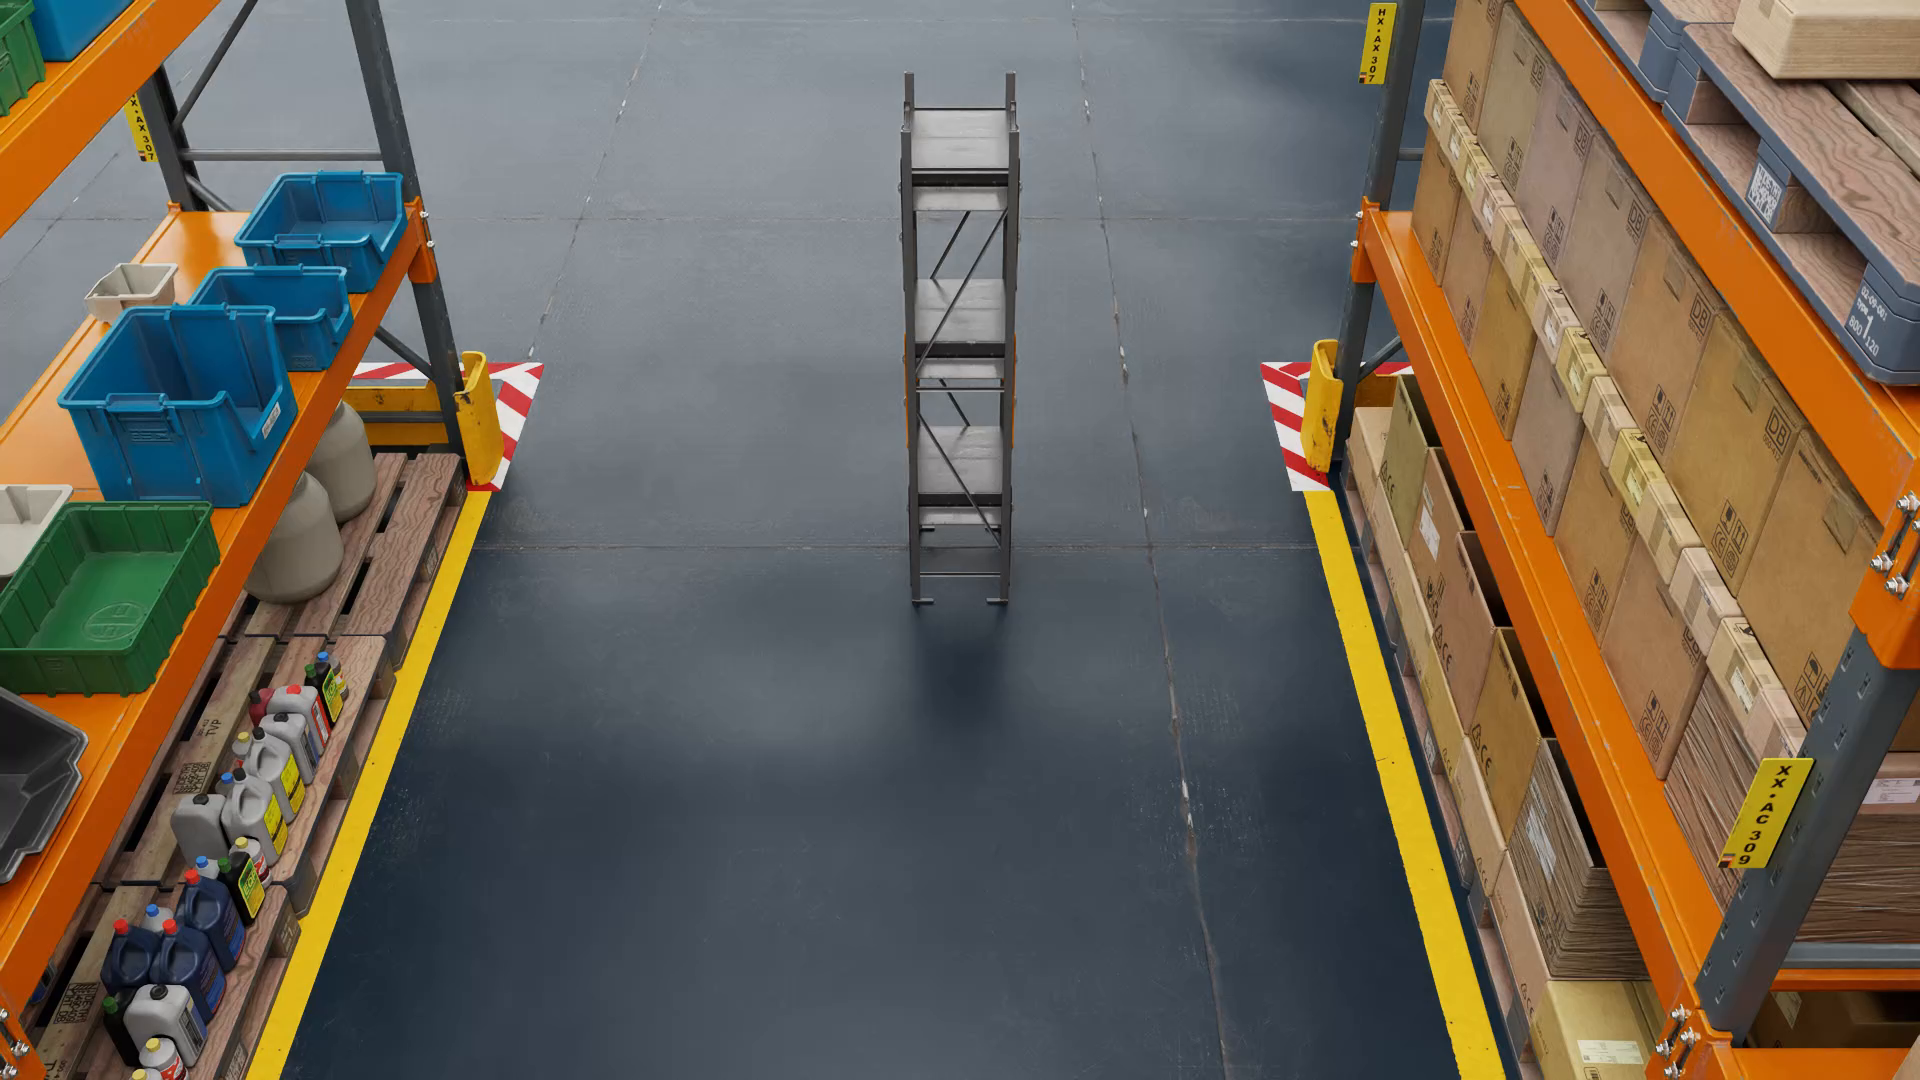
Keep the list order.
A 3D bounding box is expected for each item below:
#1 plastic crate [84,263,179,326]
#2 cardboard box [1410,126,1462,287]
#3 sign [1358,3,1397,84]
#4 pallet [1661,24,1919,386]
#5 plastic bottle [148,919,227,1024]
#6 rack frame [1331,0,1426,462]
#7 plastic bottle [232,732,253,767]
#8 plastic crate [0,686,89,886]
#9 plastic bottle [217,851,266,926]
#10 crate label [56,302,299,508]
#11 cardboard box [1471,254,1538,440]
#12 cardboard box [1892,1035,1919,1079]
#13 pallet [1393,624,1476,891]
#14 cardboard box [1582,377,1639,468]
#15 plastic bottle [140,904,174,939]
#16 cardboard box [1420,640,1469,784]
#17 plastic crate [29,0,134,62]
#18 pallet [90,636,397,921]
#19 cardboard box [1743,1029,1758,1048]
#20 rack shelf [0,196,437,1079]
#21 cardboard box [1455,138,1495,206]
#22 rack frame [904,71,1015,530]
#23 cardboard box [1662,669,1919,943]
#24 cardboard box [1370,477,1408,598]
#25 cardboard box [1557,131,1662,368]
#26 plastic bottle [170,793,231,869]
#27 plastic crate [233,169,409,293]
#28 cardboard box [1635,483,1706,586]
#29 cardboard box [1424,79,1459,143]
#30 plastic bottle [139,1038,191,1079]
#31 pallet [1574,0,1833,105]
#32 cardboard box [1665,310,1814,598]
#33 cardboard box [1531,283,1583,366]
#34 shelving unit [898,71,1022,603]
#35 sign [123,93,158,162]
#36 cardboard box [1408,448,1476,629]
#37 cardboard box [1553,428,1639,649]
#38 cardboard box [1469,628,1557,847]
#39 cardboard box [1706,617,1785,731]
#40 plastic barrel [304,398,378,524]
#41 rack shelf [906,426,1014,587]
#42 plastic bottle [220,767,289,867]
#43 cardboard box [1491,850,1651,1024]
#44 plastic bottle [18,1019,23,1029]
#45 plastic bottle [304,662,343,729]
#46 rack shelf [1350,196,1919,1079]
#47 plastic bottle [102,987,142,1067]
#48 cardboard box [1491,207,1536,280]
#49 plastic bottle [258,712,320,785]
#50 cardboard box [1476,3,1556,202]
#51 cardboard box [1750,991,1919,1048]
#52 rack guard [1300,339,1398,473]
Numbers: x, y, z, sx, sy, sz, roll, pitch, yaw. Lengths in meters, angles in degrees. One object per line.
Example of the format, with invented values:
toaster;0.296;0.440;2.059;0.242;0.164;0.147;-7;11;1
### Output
plastic crate;-3.082;-0.909;6.197;0.298;0.136;0.250;0;39;0
cardboard box;2.180;-1.320;6.419;0.700;0.500;0.500;0;39;0
sign;1.637;-1.945;6.523;0.100;0.325;0.005;0;39;0
pallet;2.170;-0.741;3.448;1.003;0.211;1.213;0;39;0
plastic bottle;-2.343;1.286;5.012;0.144;0.351;0.185;1;39;1
rack frame;2.192;-1.573;6.814;1.000;3.000;0.127;0;39;0
plastic bottle;-2.472;0.753;5.798;0.097;0.201;0.097;0;39;0
plastic crate;-2.630;0.626;4.119;0.767;0.338;0.504;0;39;0
plastic bottle;-2.301;1.091;5.310;0.061;0.283;0.133;2;39;2
crate label;-2.489;-0.435;5.366;0.502;0.435;0.616;0;39;0
cardboard box;2.180;-0.681;5.621;0.700;0.500;0.500;0;39;0
cardboard box;2.241;1.295;3.356;0.500;0.250;0.500;2;39;3
pallet;2.233;0.754;6.140;1.003;0.211;1.213;0;39;0
cardboard box;1.982;-0.328;4.662;0.380;0.149;0.250;1;39;1
plastic bottle;-2.464;1.227;5.150;0.097;0.271;0.097;0;39;0
cardboard box;1.970;0.610;5.954;0.500;0.250;0.500;0;39;0
plastic crate;-2.458;-1.544;4.392;0.392;0.384;0.575;0;39;0
pallet;-2.720;0.833;6.042;1.003;0.211;1.213;0;39;0
cardboard box;2.499;1.547;4.784;0.500;0.250;0.500;0;39;0
rack shelf;-2.759;-0.040;5.477;1.077;0.370;4.000;0;39;0
cardboard box;1.979;-1.299;5.873;0.380;0.149;0.250;0;39;0
rack frame;0.000;-0.868;6.655;0.400;2.100;0.015;0;39;0
cardboard box;2.190;0.612;4.008;0.700;0.500;0.500;-1;39;-1
cardboard box;1.975;-0.016;6.734;0.500;0.250;0.500;0;39;0
cardboard box;2.188;-0.836;4.777;0.700;0.500;0.500;0;39;0
plastic bottle;-2.491;0.948;5.495;0.152;0.276;0.135;0;39;0
plastic crate;-2.461;-1.201;6.469;0.499;0.251;0.616;0;39;0
cardboard box;1.980;-0.016;4.273;0.380;0.149;0.250;0;39;0
cardboard box;1.977;-1.620;6.274;0.380;0.149;0.250;0;39;0
plastic bottle;-2.319;1.523;4.837;0.097;0.201;0.097;0;39;0
pallet;2.171;-1.502;4.398;1.003;0.211;1.213;0;39;0
cardboard box;2.188;-0.210;3.997;0.700;0.500;0.500;0;39;0
cardboard box;1.978;-0.658;5.074;0.380;0.149;0.250;0;39;0
shelving unit;0.000;-0.716;6.464;0.431;2.100;0.503;0;39;0
sign;-3.311;-1.682;6.729;0.100;0.325;0.005;0;39;0
cardboard box;1.986;0.004;6.109;0.500;0.500;0.500;0;39;0
cardboard box;2.186;-0.032;4.811;0.700;0.500;0.500;1;39;1
cardboard box;1.984;0.630;5.329;0.500;0.500;0.500;0;39;0
cardboard box;1.984;0.312;3.864;0.380;0.149;0.250;-1;39;-1
plastic barrel;-2.684;-0.353;6.946;0.421;0.512;0.421;0;39;0
rack shelf;0.000;-0.159;6.910;0.431;0.518;0.480;0;39;0
plastic bottle;-2.343;0.903;5.491;0.144;0.351;0.185;0;39;0
cardboard box;1.987;1.235;5.173;0.500;0.250;0.500;0;39;0
plastic bottle;-2.901;1.389;4.885;0.144;0.351;0.185;0;39;0
plastic bottle;-2.302;0.538;6.001;0.061;0.283;0.133;1;39;1
rack shelf;2.194;-0.042;5.479;1.077;0.370;4.000;0;39;0
plastic bottle;-2.453;1.417;4.904;0.061;0.283;0.133;0;39;0
cardboard box;1.980;-0.974;5.468;0.380;0.149;0.250;-1;39;-2
plastic bottle;-2.348;0.712;5.789;0.152;0.276;0.135;-1;39;-1
cardboard box;2.186;-1.464;5.561;0.700;0.500;0.500;-1;39;-1
cardboard box;2.509;1.255;4.549;0.500;0.500;0.500;0;39;0
rack guard;2.192;-0.613;7.615;1.175;0.500;0.348;0;39;0
